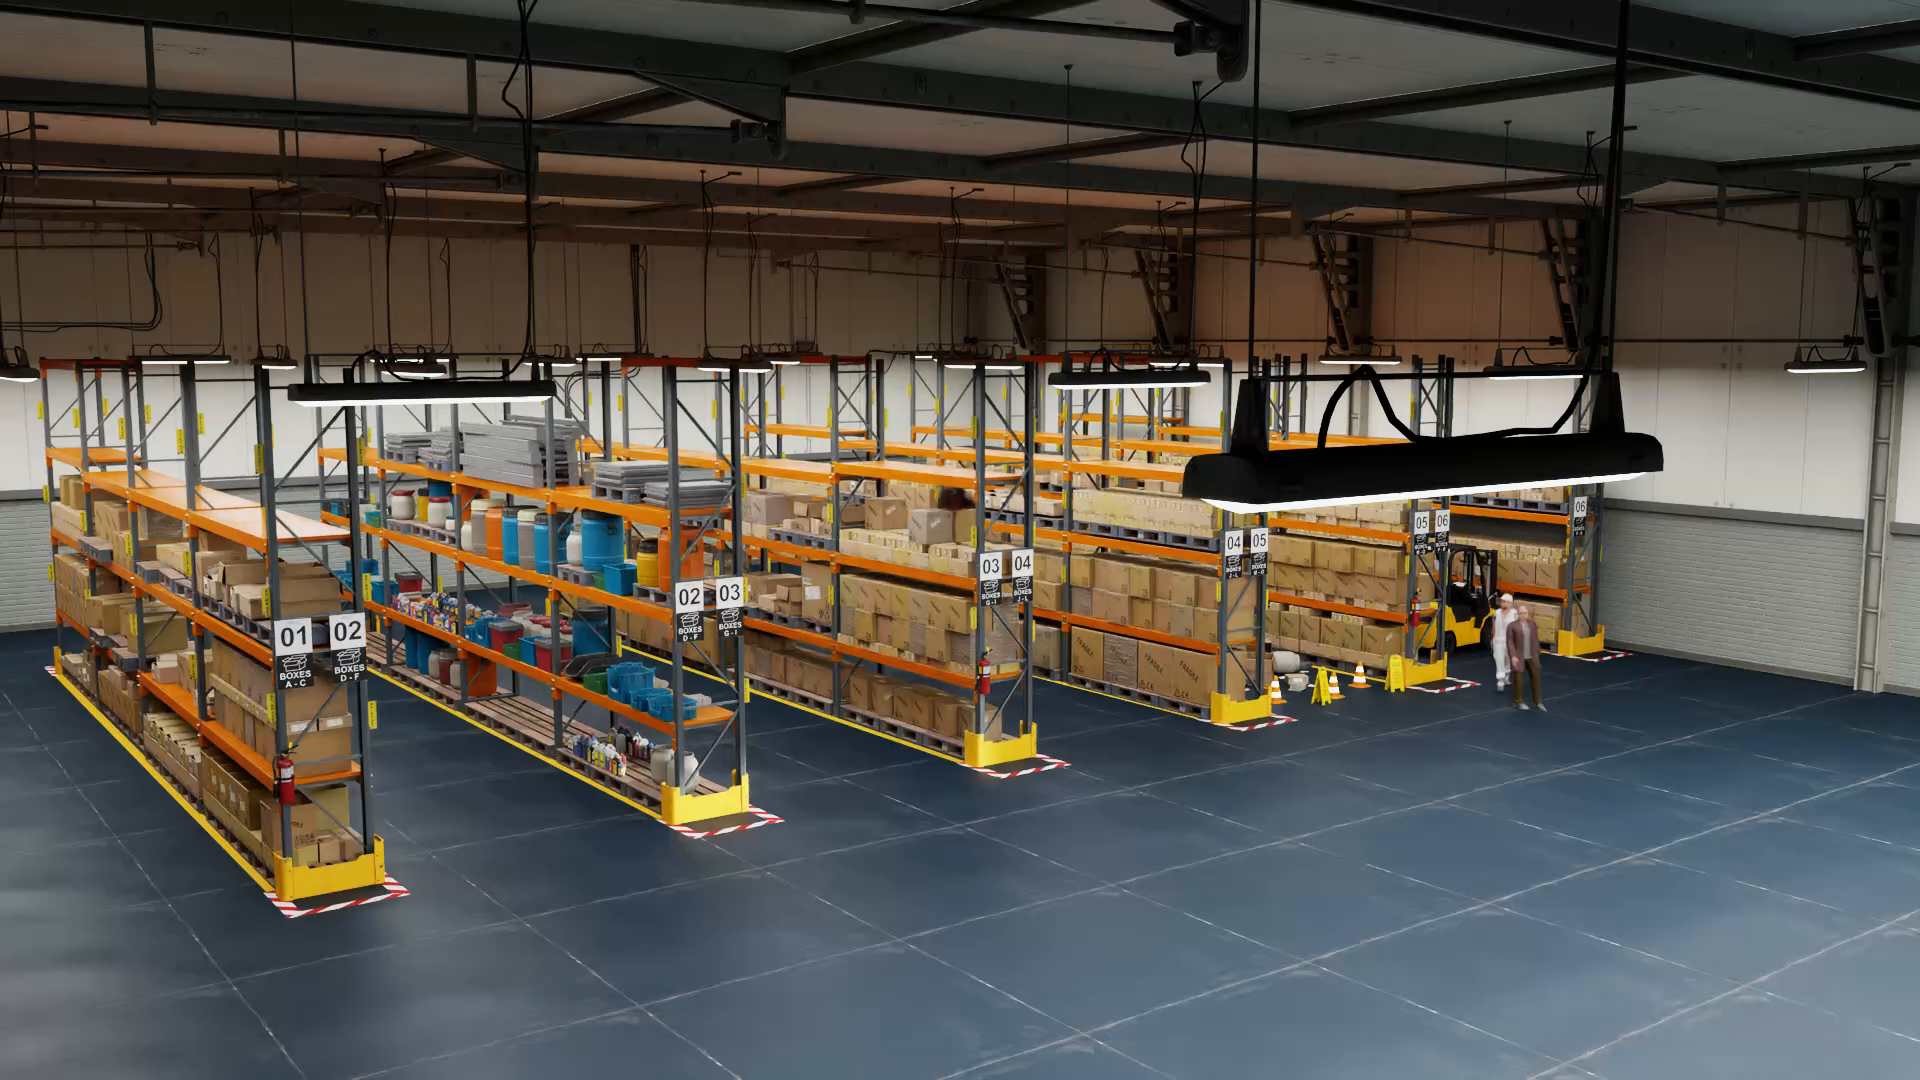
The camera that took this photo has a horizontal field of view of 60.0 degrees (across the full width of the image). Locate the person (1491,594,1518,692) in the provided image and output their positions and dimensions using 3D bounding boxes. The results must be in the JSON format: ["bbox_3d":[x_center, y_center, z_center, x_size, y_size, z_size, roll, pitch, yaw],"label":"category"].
[{"bbox_3d":[9.906,1.856,30.124,0.552,1.754,1.007,2,7,17],"label":"person"}]

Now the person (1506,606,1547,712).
[{"bbox_3d":[9.721,2.033,28.527,0.660,1.804,0.456,0,7,-2],"label":"person"}]
